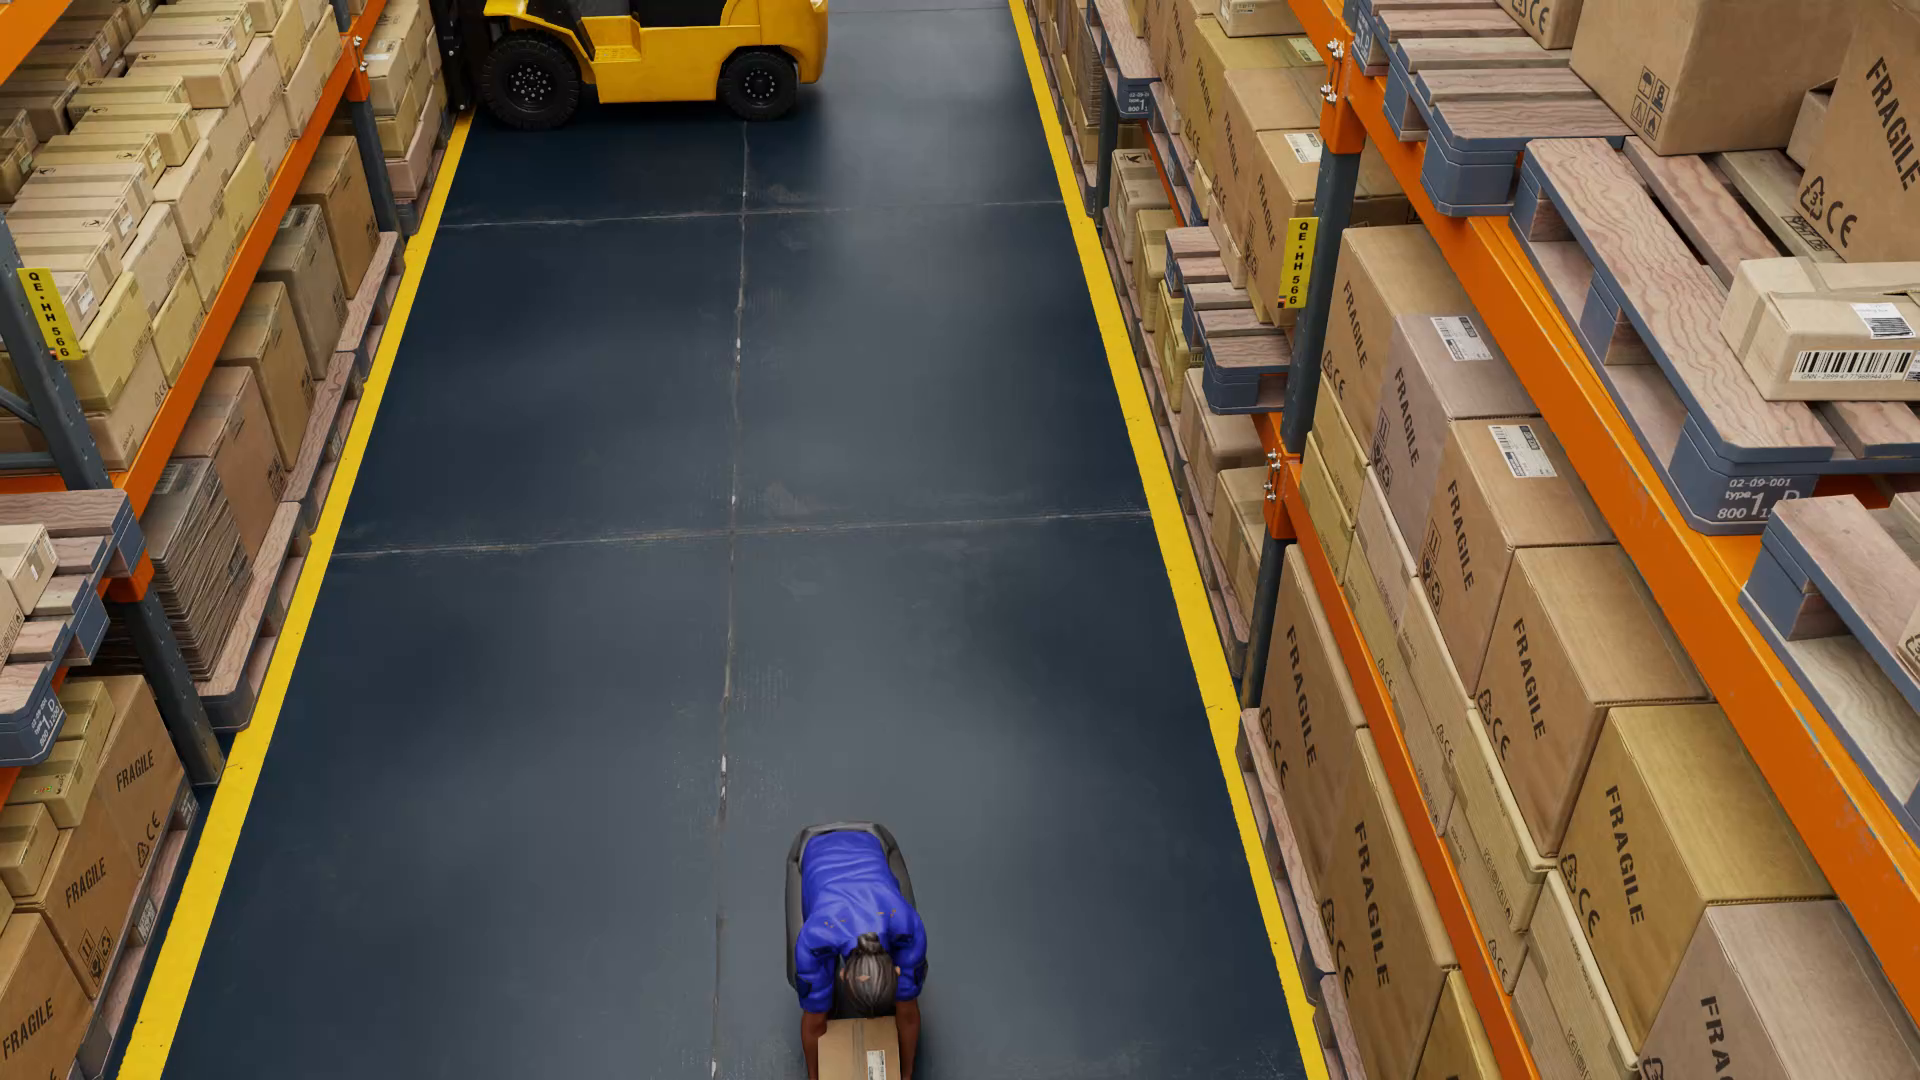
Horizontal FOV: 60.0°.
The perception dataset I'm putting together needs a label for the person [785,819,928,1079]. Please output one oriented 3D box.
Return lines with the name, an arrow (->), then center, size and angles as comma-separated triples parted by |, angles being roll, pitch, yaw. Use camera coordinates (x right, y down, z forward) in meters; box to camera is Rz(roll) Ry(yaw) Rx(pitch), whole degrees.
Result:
person -> -0.332, 1.301, 5.312 | 0.449, 0.751, 0.851 | -4, 40, -5
